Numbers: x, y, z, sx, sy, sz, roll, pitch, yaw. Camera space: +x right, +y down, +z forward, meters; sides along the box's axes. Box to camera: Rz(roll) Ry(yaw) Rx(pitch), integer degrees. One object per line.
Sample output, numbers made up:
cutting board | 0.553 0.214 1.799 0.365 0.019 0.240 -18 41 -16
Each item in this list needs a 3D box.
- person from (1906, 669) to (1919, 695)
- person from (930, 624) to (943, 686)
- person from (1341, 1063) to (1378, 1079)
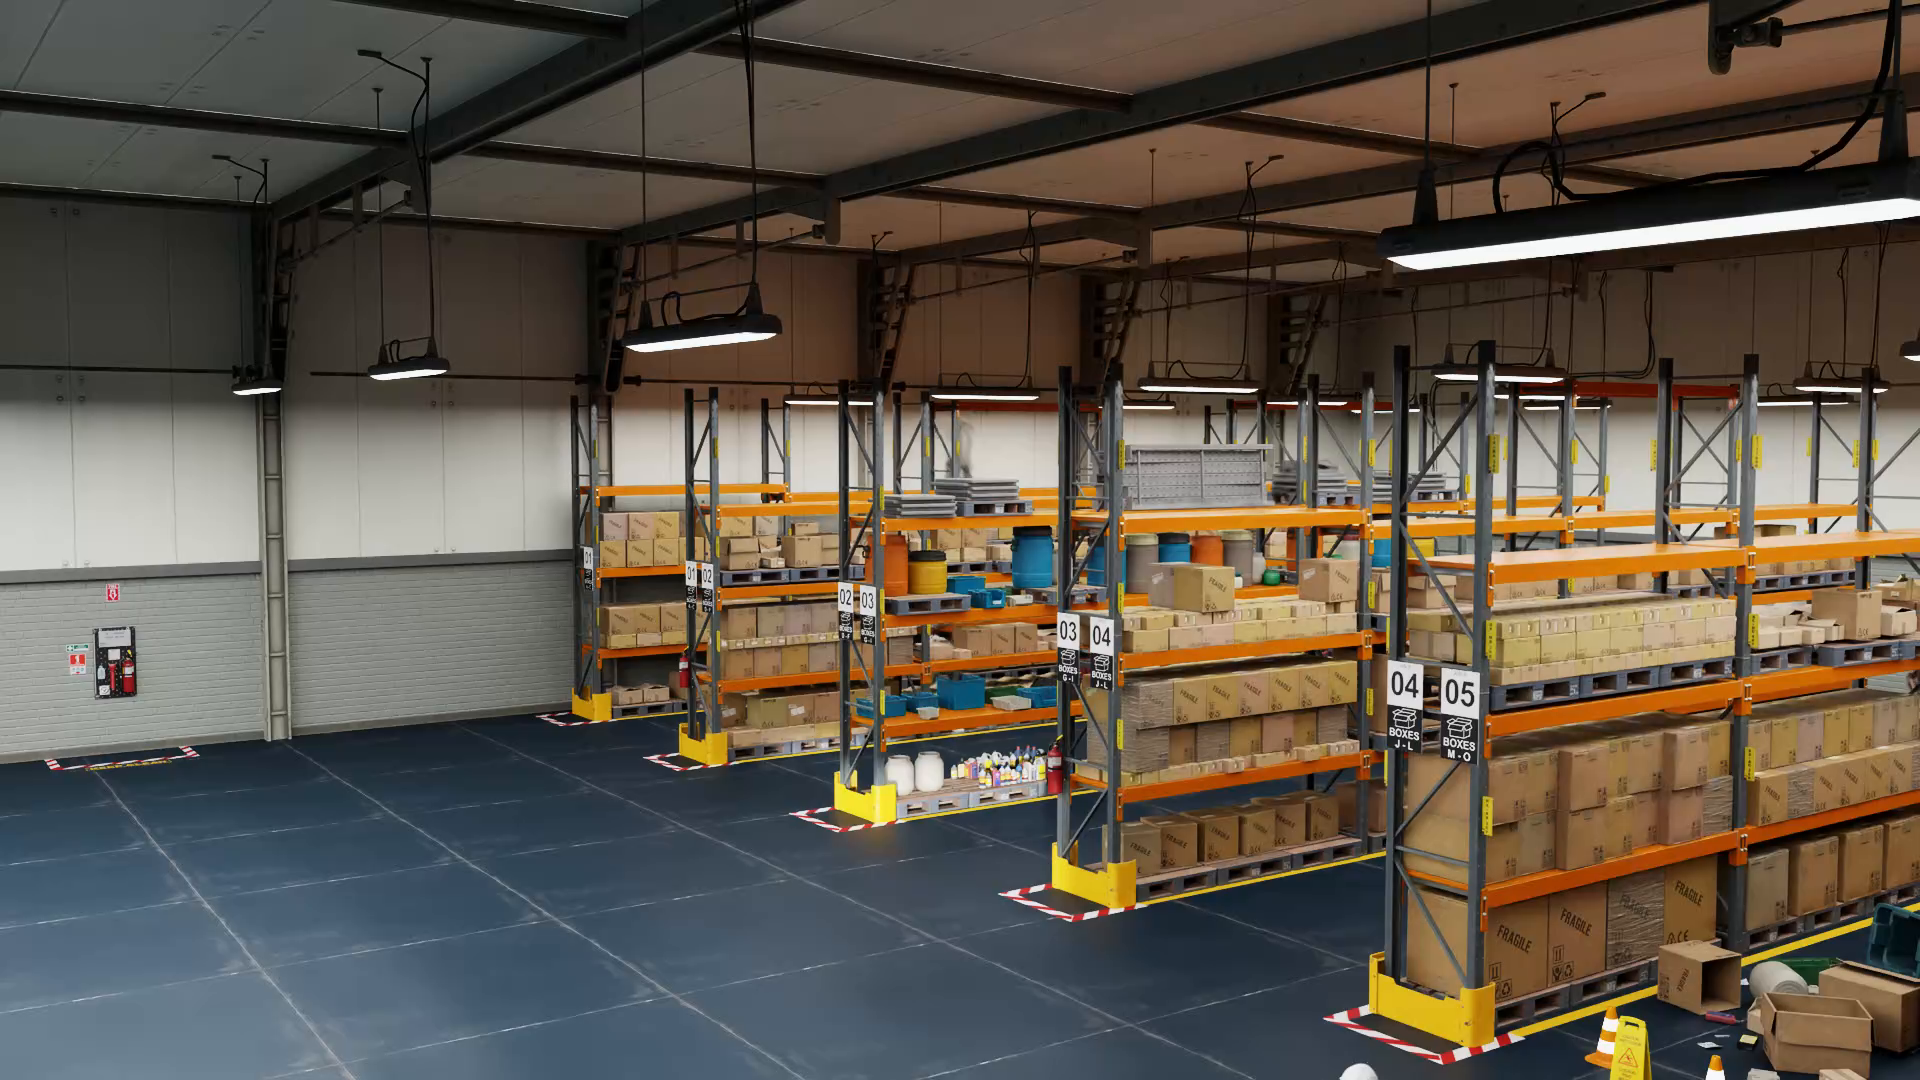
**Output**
person | 16.062 2.620 27.517 0.896 1.736 0.731 -2 4 -36
person | -0.494 2.397 32.246 0.588 1.655 0.563 -3 5 -44
person | 2.160 3.751 9.237 0.795 1.734 0.602 1 4 23
